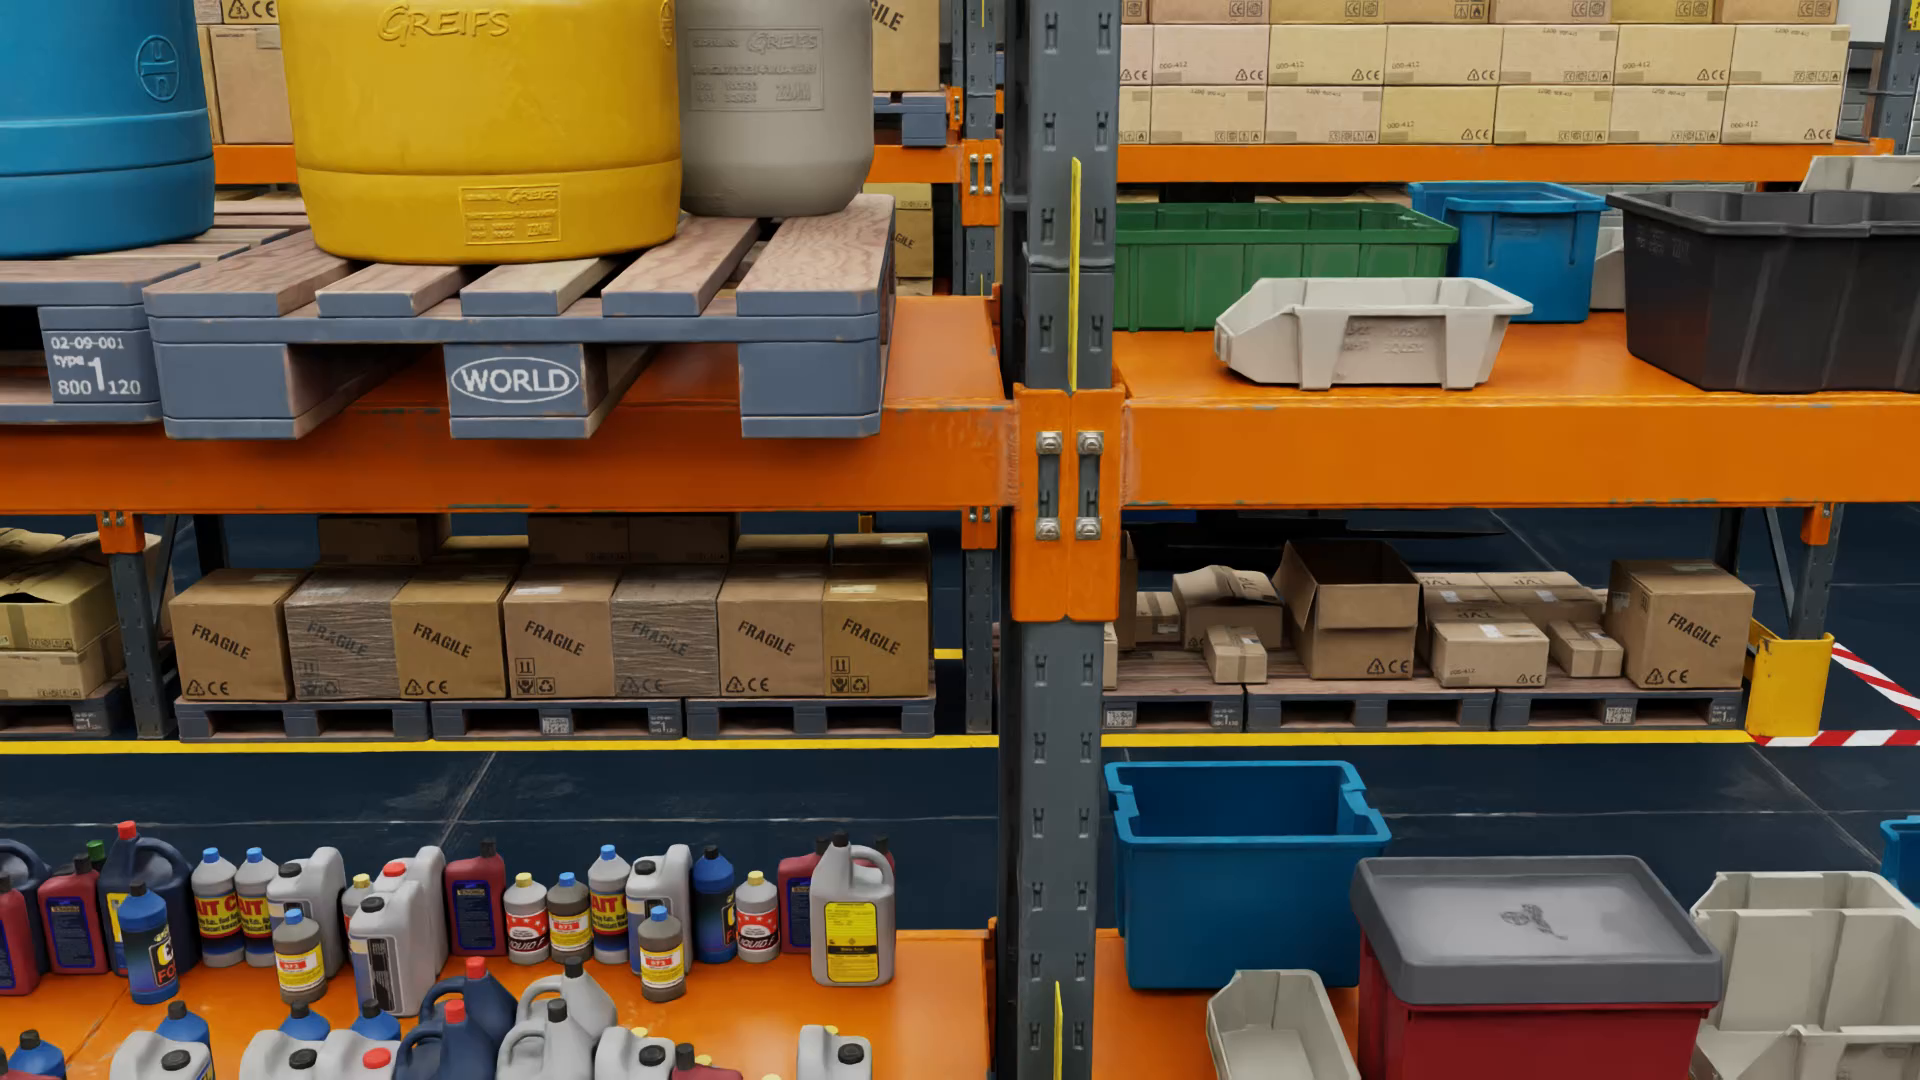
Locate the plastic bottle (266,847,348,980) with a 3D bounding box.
[{"bbox_3d":[-1.468,0.832,3.748,0.135,0.276,0.152,0,18,-1],"label":"plastic bottle"}]

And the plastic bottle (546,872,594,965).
[{"bbox_3d":[-0.890,0.856,3.794,0.097,0.201,0.097,0,18,0],"label":"plastic bottle"}]

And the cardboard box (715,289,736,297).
[{"bbox_3d":[-1.080,-0.923,8.162,0.500,0.500,0.700,3,18,8],"label":"cardboard box"}]

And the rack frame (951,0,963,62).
[{"bbox_3d":[0.002,-5.001,11.906,0.127,3.000,1.000,0,18,-1],"label":"rack frame"}]

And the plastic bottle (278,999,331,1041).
[{"bbox_3d":[-1.255,1.010,3.200,0.097,0.271,0.097,0,18,0],"label":"plastic bottle"}]

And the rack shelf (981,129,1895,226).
[{"bbox_3d":[2.084,-1.727,7.788,4.000,0.370,1.077,0,18,-1],"label":"rack shelf"}]

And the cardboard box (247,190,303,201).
[{"bbox_3d":[-5.026,-2.366,12.629,0.500,0.500,0.700,-2,18,-6],"label":"cardboard box"}]

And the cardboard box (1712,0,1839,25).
[{"bbox_3d":[3.570,-2.596,7.517,0.500,0.500,0.700,0,18,-1],"label":"cardboard box"}]

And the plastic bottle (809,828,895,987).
[{"bbox_3d":[-0.239,0.807,3.701,0.185,0.351,0.144,0,18,-1],"label":"plastic bottle"}]

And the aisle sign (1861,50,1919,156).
[{"bbox_3d":[4.156,-1.796,7.479,0.004,0.787,0.394,0,18,-1],"label":"aisle sign"}]

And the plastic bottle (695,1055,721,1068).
[{"bbox_3d":[-0.480,1.067,3.135,0.097,0.201,0.097,0,18,0],"label":"plastic bottle"}]

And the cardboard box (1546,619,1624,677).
[{"bbox_3d":[3.137,0.541,8.369,0.250,0.166,0.380,0,18,-1],"label":"cardboard box"}]

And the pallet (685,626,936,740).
[{"bbox_3d":[-0.729,0.711,8.484,1.213,0.211,1.003,0,18,-1],"label":"pallet"}]

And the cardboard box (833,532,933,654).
[{"bbox_3d":[-0.404,0.277,8.646,0.500,0.500,0.500,-1,18,-3],"label":"cardboard box"}]

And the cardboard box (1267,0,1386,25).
[{"bbox_3d":[1.572,-2.561,7.410,0.500,0.500,0.700,0,18,-1],"label":"cardboard box"}]

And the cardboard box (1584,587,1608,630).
[{"bbox_3d":[3.409,0.387,8.849,0.250,0.166,0.380,0,18,-1],"label":"cardboard box"}]

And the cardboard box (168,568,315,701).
[{"bbox_3d":[-3.456,0.453,8.096,0.500,0.500,0.500,0,18,1],"label":"cardboard box"}]

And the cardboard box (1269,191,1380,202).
[{"bbox_3d":[2.764,-2.294,12.798,0.700,0.700,0.980,0,18,-1],"label":"cardboard box"}]

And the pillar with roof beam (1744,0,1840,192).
[{"bbox_3d":[6.755,-3.983,8.732,0.400,9.000,9.100,0,18,-1],"label":"pillar with roof beam"}]

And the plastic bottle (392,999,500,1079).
[{"bbox_3d":[-0.940,1.010,3.070,0.185,0.351,0.144,0,18,-1],"label":"plastic bottle"}]

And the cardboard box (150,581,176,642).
[{"bbox_3d":[-4.444,0.410,8.674,0.500,0.250,0.500,0,18,-1],"label":"cardboard box"}]

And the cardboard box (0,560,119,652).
[{"bbox_3d":[-4.435,0.307,8.074,0.500,0.311,0.500,0,18,1],"label":"cardboard box"}]

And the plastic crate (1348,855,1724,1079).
[{"bbox_3d":[1.055,0.894,3.146,0.583,0.464,0.402,0,18,-1],"label":"plastic crate"}]

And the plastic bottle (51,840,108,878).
[{"bbox_3d":[-1.982,0.817,3.782,0.133,0.283,0.061,0,18,-1],"label":"plastic bottle"}]

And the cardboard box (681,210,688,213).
[{"bbox_3d":[-1.967,-2.255,12.483,0.500,0.500,0.500,0,18,1],"label":"cardboard box"}]

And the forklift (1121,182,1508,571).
[{"bbox_3d":[1.959,-1.358,10.484,3.031,2.935,1.130,1,18,3],"label":"forklift"}]

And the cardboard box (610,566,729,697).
[{"bbox_3d":[-1.401,0.441,8.134,0.500,0.500,0.500,0,18,0],"label":"cardboard box"}]

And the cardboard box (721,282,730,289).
[{"bbox_3d":[-1.868,-1.956,12.613,0.250,0.149,0.380,0,18,1],"label":"cardboard box"}]

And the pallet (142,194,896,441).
[{"bbox_3d":[-0.624,-0.424,2.856,1.003,0.211,1.213,0,18,-1],"label":"pallet"}]

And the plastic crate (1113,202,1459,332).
[{"bbox_3d":[0.577,-0.541,3.259,0.662,0.188,0.450,0,18,-1],"label":"plastic crate"}]

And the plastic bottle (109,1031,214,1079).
[{"bbox_3d":[-1.467,1.047,3.077,0.135,0.276,0.152,0,18,-1],"label":"plastic bottle"}]

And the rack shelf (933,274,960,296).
[{"bbox_3d":[-1.998,-1.793,12.903,4.000,0.370,1.077,0,18,-1],"label":"rack shelf"}]

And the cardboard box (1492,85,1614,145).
[{"bbox_3d":[2.574,-1.920,7.456,0.500,0.250,0.500,0,18,-1],"label":"cardboard box"}]

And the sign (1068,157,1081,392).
[{"bbox_3d":[0.165,-0.384,2.407,0.005,0.325,0.100,0,18,-1],"label":"sign"}]

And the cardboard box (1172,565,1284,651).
[{"bbox_3d":[1.399,0.346,8.740,0.500,0.311,0.500,0,18,-1],"label":"cardboard box"}]

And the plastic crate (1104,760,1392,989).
[{"bbox_3d":[0.620,0.754,3.715,0.575,0.384,0.392,0,18,-1],"label":"plastic crate"}]

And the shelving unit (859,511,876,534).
[{"bbox_3d":[-0.113,-0.717,10.826,1.083,1.500,0.587,0,18,0],"label":"shelving unit"}]

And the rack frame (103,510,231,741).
[{"bbox_3d":[-3.916,-0.613,8.046,0.127,3.000,1.000,0,18,-1],"label":"rack frame"}]

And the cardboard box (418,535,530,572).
[{"bbox_3d":[-2.467,0.290,8.606,0.500,0.500,0.500,-1,18,-3],"label":"cardboard box"}]

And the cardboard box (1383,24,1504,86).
[{"bbox_3d":[2.074,-2.158,7.379,0.500,0.250,0.500,0,18,-1],"label":"cardboard box"}]

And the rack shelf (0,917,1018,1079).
[{"bbox_3d":[-1.841,1.233,3.470,4.000,0.370,1.077,0,18,-1],"label":"rack shelf"}]

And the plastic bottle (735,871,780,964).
[{"bbox_3d":[-0.463,0.854,3.800,0.097,0.201,0.097,0,18,0],"label":"plastic bottle"}]

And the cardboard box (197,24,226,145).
[{"bbox_3d":[-3.480,-2.101,7.612,0.500,0.500,0.910,0,18,-1],"label":"cardboard box"}]

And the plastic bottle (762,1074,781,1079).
[{"bbox_3d":[-0.346,1.085,3.079,0.097,0.201,0.097,0,18,0],"label":"plastic bottle"}]

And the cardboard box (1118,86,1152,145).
[{"bbox_3d":[0.574,-1.916,7.443,0.500,0.250,0.500,0,18,-1],"label":"cardboard box"}]

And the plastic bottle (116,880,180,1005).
[{"bbox_3d":[-1.777,0.871,3.633,0.097,0.271,0.097,0,18,0],"label":"plastic bottle"}]

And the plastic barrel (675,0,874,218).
[{"bbox_3d":[-0.372,-0.886,3.078,0.433,0.535,0.433,0,18,0],"label":"plastic barrel"}]

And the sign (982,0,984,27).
[{"bbox_3d":[0.096,-2.324,6.981,0.005,0.325,0.100,0,18,-1],"label":"sign"}]
